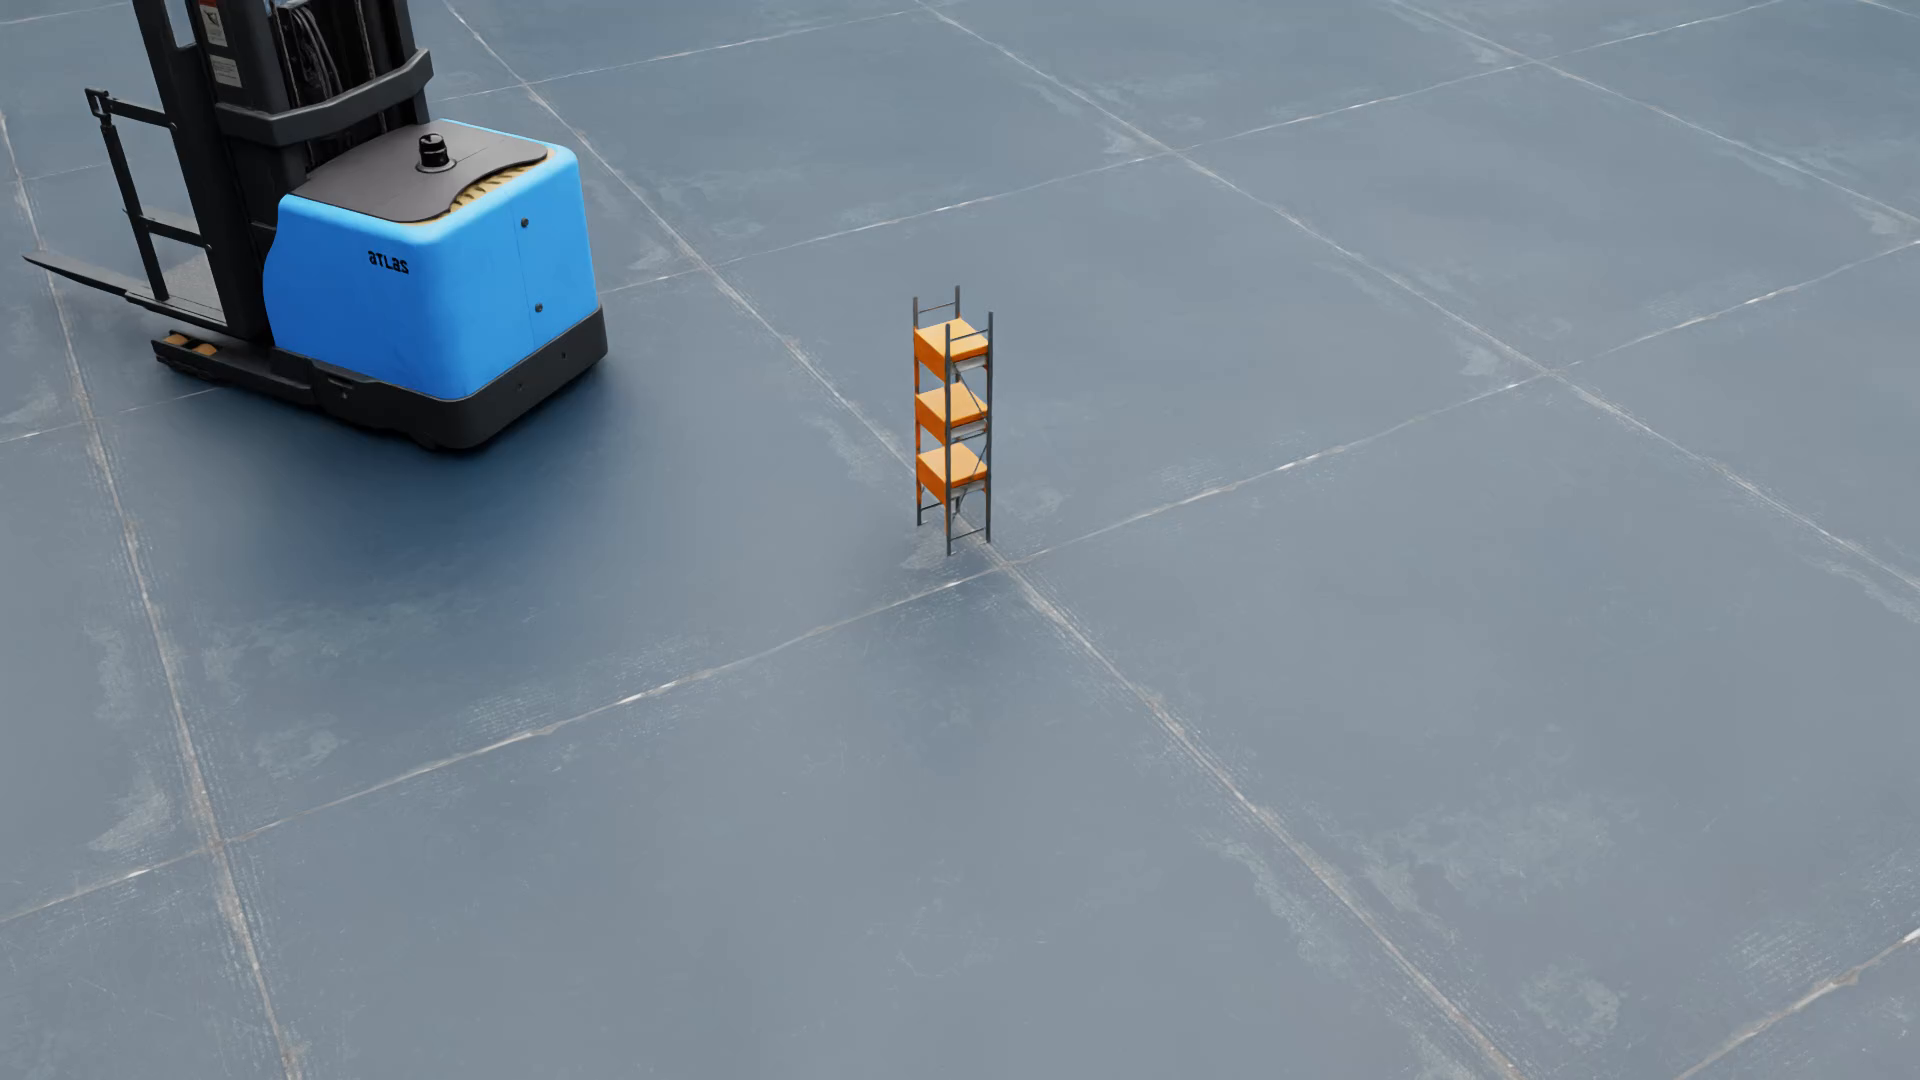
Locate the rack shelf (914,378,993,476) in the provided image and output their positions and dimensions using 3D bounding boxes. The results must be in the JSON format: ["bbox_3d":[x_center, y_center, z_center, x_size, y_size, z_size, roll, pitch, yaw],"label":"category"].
[{"bbox_3d":[-0.027,-0.443,6.484,0.215,0.259,0.240,-19,40,-24],"label":"rack shelf"}]

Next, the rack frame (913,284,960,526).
[{"bbox_3d":[-0.088,-0.513,6.563,0.200,1.050,0.008,-19,40,-24],"label":"rack frame"}]

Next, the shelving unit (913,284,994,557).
[{"bbox_3d":[-0.027,-0.451,6.478,0.215,1.050,0.252,-19,40,-24],"label":"shelving unit"}]

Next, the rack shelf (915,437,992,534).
[{"bbox_3d":[-0.027,-0.218,6.648,0.215,0.259,0.240,-19,40,-24],"label":"rack shelf"}]

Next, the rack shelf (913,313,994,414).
[{"bbox_3d":[-0.027,-0.672,6.317,0.215,0.259,0.240,-19,40,-24],"label":"rack shelf"}]

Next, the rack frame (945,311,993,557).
[{"bbox_3d":[0.034,-0.389,6.393,0.200,1.050,0.008,-19,40,-24],"label":"rack frame"}]

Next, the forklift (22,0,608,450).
[{"bbox_3d":[-3.207,-2.187,7.259,3.031,2.935,1.130,17,40,22],"label":"forklift"}]
